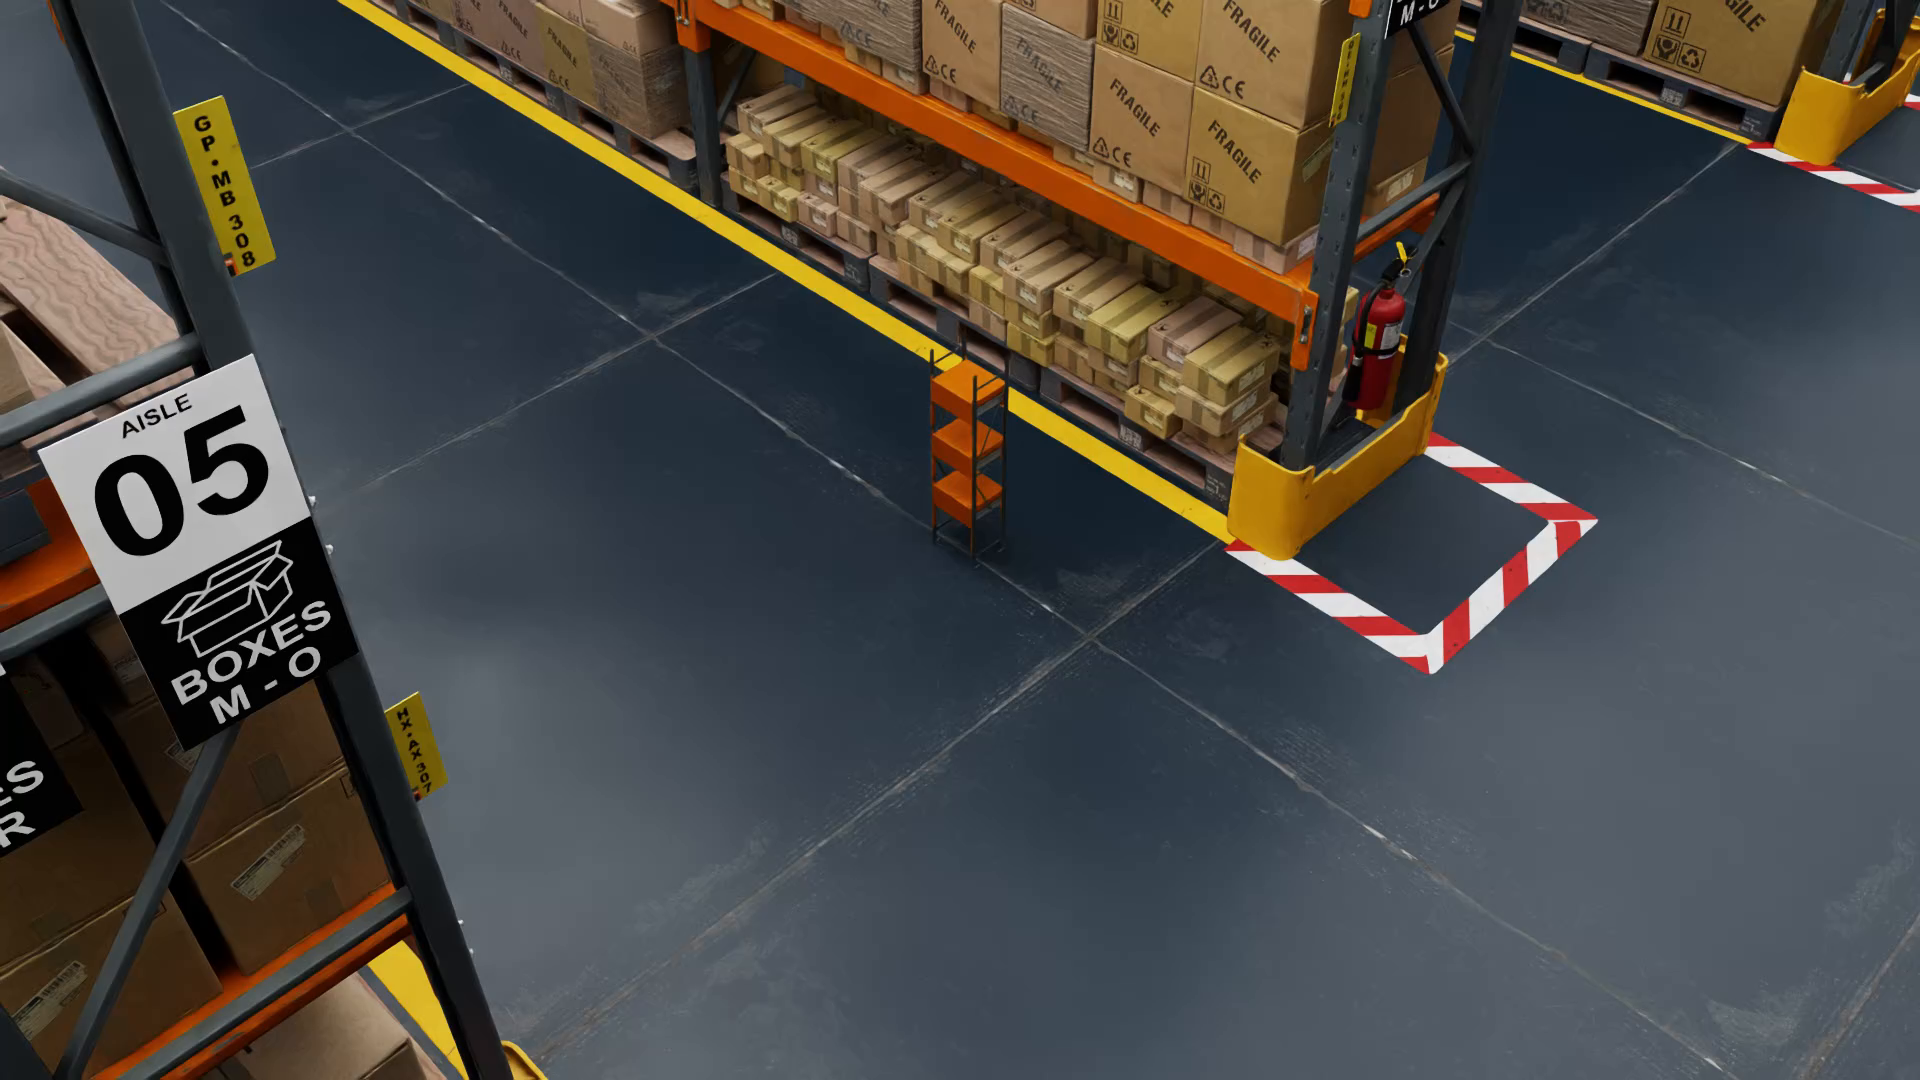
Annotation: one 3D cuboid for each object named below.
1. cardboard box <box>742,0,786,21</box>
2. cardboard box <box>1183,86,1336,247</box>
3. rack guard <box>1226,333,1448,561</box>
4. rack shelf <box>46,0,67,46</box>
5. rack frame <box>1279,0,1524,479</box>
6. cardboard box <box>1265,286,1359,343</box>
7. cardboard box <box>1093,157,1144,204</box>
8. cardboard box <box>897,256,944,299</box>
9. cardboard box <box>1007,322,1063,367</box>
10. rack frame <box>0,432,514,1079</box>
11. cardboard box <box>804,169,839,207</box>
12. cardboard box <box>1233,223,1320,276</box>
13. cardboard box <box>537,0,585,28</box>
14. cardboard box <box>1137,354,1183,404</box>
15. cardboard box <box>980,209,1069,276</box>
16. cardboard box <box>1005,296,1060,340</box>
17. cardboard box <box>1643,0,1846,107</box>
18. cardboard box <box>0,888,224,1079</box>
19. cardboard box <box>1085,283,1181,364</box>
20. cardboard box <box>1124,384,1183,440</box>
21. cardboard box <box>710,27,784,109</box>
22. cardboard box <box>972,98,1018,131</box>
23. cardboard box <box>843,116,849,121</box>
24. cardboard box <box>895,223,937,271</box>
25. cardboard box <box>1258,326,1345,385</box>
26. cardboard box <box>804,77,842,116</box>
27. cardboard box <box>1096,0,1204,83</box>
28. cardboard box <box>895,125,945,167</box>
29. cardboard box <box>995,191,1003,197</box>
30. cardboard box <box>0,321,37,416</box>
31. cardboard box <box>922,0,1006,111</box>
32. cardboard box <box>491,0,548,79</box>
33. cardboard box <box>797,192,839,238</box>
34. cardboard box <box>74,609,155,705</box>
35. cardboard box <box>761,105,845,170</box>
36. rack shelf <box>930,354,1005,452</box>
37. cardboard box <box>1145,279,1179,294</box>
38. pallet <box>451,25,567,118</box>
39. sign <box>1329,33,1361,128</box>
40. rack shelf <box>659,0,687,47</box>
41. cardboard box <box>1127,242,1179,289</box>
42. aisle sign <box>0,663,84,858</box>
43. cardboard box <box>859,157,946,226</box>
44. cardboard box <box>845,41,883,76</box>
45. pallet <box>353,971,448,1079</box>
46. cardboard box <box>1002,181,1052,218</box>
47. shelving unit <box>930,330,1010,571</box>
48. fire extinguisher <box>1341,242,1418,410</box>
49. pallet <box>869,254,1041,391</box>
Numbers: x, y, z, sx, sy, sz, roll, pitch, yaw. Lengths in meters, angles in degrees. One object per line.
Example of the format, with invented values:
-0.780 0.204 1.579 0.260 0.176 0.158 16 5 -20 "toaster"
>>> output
-0.871 -2.765 8.335 0.380 0.149 0.250 -33 52 -30 "cardboard box"
1.250 -1.556 6.548 0.500 0.500 0.500 -33 52 -31 "cardboard box"
1.696 -0.436 7.470 1.175 0.500 0.348 -34 53 -31 "rack guard"
-3.096 -1.649 3.346 1.077 0.370 4.000 -34 53 -31 "rack shelf"
1.750 -1.317 6.582 1.000 3.000 0.127 -34 53 -31 "rack frame"
1.621 -1.057 7.654 0.250 0.149 0.380 32 51 30 "cardboard box"
0.786 -1.608 7.083 0.380 0.149 0.250 -33 52 -30 "cardboard box"
-0.100 -1.413 8.478 0.250 0.149 0.380 33 52 30 "cardboard box"
0.444 -1.025 8.058 0.250 0.149 0.380 32 51 30 "cardboard box"
-1.683 1.104 3.963 1.000 3.000 0.127 -34 53 -31 "rack frame"
-0.606 -1.950 8.839 0.250 0.149 0.380 34 52 31 "cardboard box"
1.320 -1.246 6.691 0.380 0.149 0.250 -34 53 -31 "cardboard box"
-2.133 -3.241 9.644 0.500 0.250 0.500 -32 51 -30 "cardboard box"
1.029 -0.802 7.597 0.250 0.149 0.380 33 52 31 "cardboard box"
0.312 -1.424 8.052 0.250 0.149 0.380 32 52 30 "cardboard box"
0.432 -1.142 7.965 0.380 0.149 0.250 -33 52 -31 "cardboard box"
4.825 -3.289 9.972 0.875 0.875 0.875 -34 53 -31 "cardboard box"
-2.211 0.962 4.042 0.500 0.500 0.500 -34 52 -31 "cardboard box"
0.787 -0.987 7.579 0.250 0.149 0.380 33 52 31 "cardboard box"
0.977 -0.652 7.654 0.380 0.149 0.250 -32 52 -30 "cardboard box"
-1.409 -2.957 9.890 0.500 0.500 0.500 -32 51 -30 "cardboard box"
0.273 -2.027 7.536 0.380 0.149 0.250 -33 52 -31 "cardboard box"
-0.427 -2.332 9.253 0.250 0.149 0.380 32 51 30 "cardboard box"
-0.106 -1.523 8.378 0.250 0.149 0.380 34 52 31 "cardboard box"
1.562 -0.908 7.712 0.380 0.149 0.250 -32 51 -30 "cardboard box"
-0.639 -2.519 9.236 0.380 0.149 0.250 -33 52 -30 "cardboard box"
0.893 -2.174 6.481 0.500 0.500 0.500 32 52 30 "cardboard box"
-0.122 -2.137 8.822 0.380 0.149 0.250 -32 52 -30 "cardboard box"
0.251 -1.793 8.670 0.250 0.149 0.380 32 51 30 "cardboard box"
-2.065 -0.307 3.006 0.500 0.250 0.500 29 50 28 "cardboard box"
0.181 -2.289 7.342 0.500 0.500 0.500 -31 51 -29 "cardboard box"
-2.497 -3.205 10.158 0.500 0.500 0.500 33 52 31 "cardboard box"
-0.645 -1.795 8.891 0.250 0.149 0.380 34 52 31 "cardboard box"
-1.738 0.158 3.697 0.380 0.149 0.250 -33 52 -30 "cardboard box"
-0.826 -2.139 8.825 0.380 0.149 0.250 -31 51 -29 "cardboard box"
0.038 -0.561 6.798 0.215 0.259 0.240 -34 53 -31 "rack shelf"
1.069 -1.317 8.155 0.380 0.149 0.250 -32 52 -30 "cardboard box"
-2.491 -3.175 10.647 1.003 0.211 1.213 -34 53 -31 "pallet"
1.343 -1.602 5.805 0.100 0.325 0.005 -34 53 -31 "sign"
-2.487 -3.936 9.947 1.077 0.370 4.000 -34 53 -31 "rack shelf"
1.020 -1.394 8.019 0.250 0.149 0.380 32 51 30 "cardboard box"
-1.852 0.332 2.882 0.394 0.787 0.004 -34 53 -31 "aisle sign"
-0.290 -1.765 8.421 0.380 0.149 0.250 -33 52 -30 "cardboard box"
-0.326 -2.376 7.914 0.380 0.149 0.250 -33 52 -31 "cardboard box"
-2.303 1.781 5.284 1.003 0.211 1.213 -34 53 -31 "pallet"
0.432 -1.755 8.409 0.380 0.149 0.250 -34 52 -31 "cardboard box"
0.038 -0.360 6.983 0.215 1.050 0.252 -34 53 -31 "shelving unit"
1.601 -0.809 6.365 0.296 0.674 0.183 -34 53 -31 "fire extinguisher"
0.290 -1.323 8.643 1.003 0.211 1.213 -34 53 -31 "pallet"
